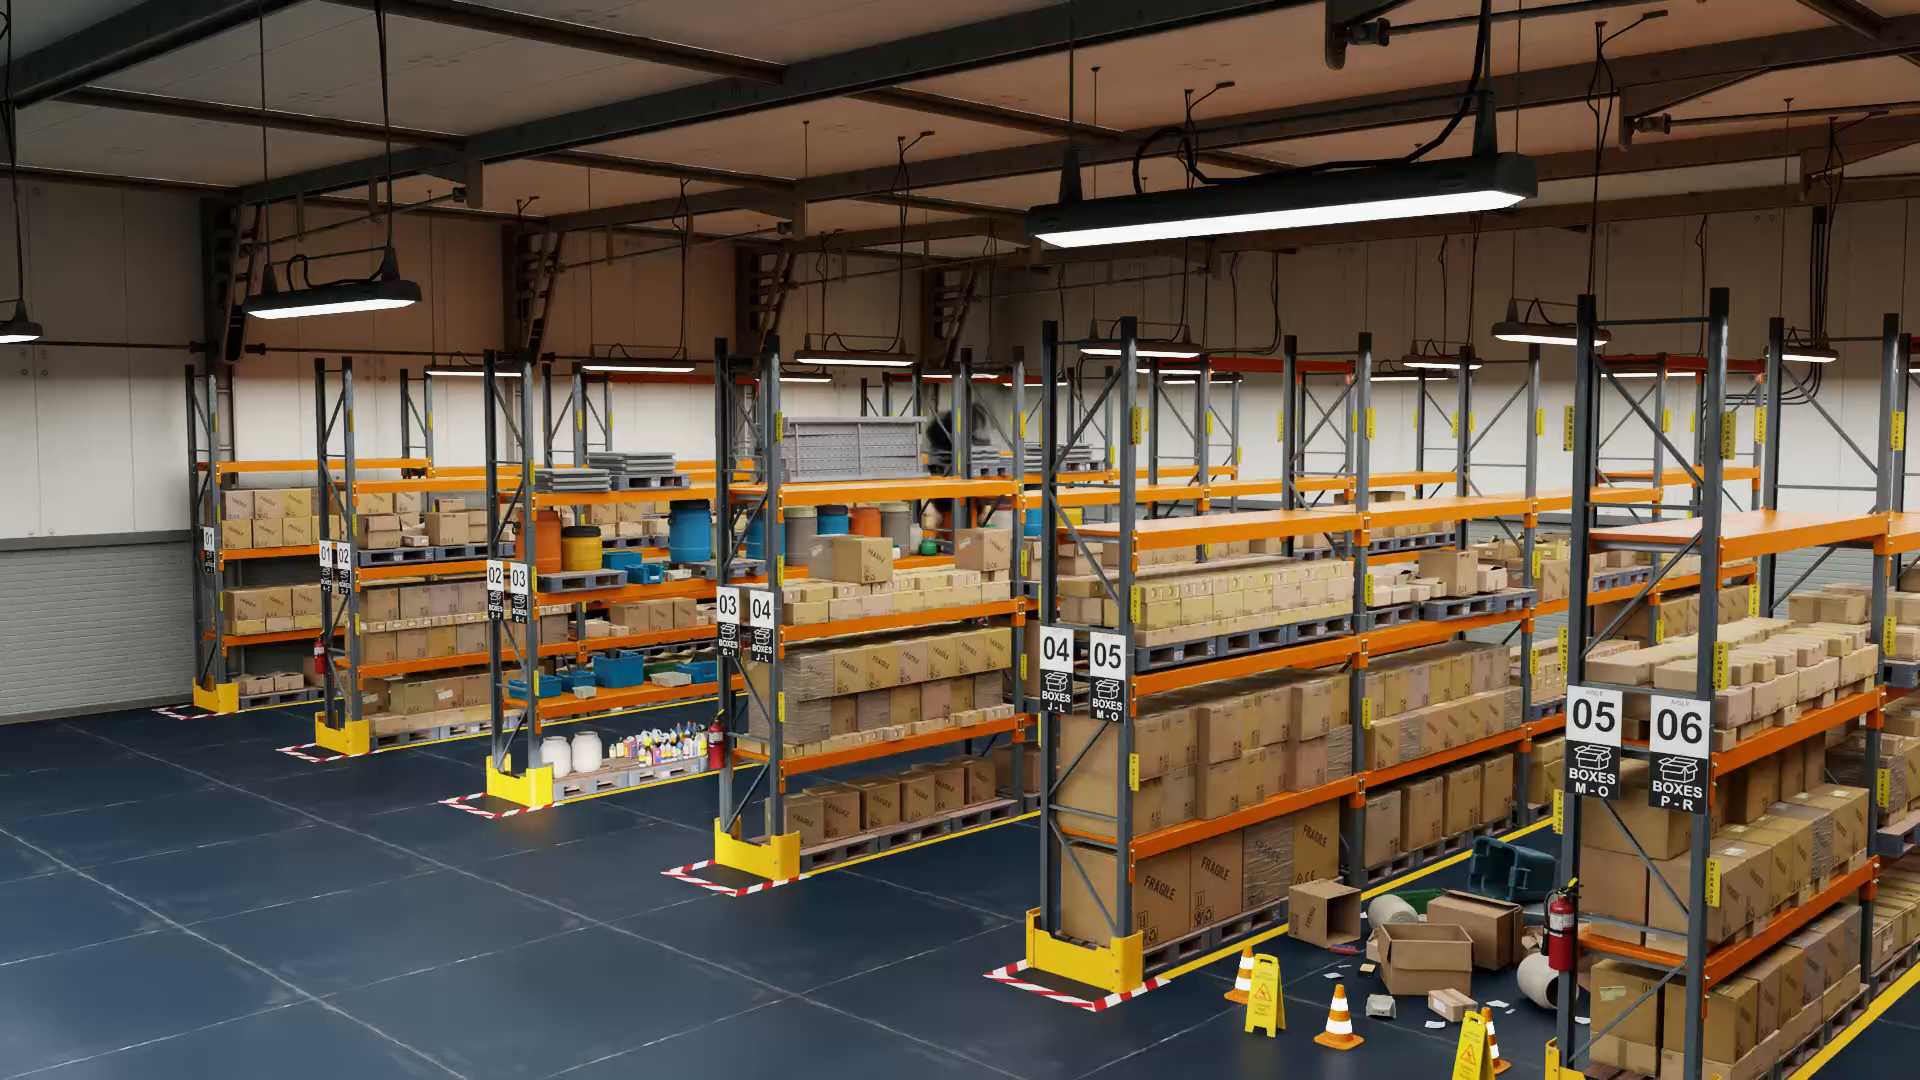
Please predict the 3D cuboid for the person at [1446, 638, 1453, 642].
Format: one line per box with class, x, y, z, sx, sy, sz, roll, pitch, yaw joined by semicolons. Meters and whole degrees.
person;7.864;2.343;26.722;0.539;1.551;0.622;3;6;37
